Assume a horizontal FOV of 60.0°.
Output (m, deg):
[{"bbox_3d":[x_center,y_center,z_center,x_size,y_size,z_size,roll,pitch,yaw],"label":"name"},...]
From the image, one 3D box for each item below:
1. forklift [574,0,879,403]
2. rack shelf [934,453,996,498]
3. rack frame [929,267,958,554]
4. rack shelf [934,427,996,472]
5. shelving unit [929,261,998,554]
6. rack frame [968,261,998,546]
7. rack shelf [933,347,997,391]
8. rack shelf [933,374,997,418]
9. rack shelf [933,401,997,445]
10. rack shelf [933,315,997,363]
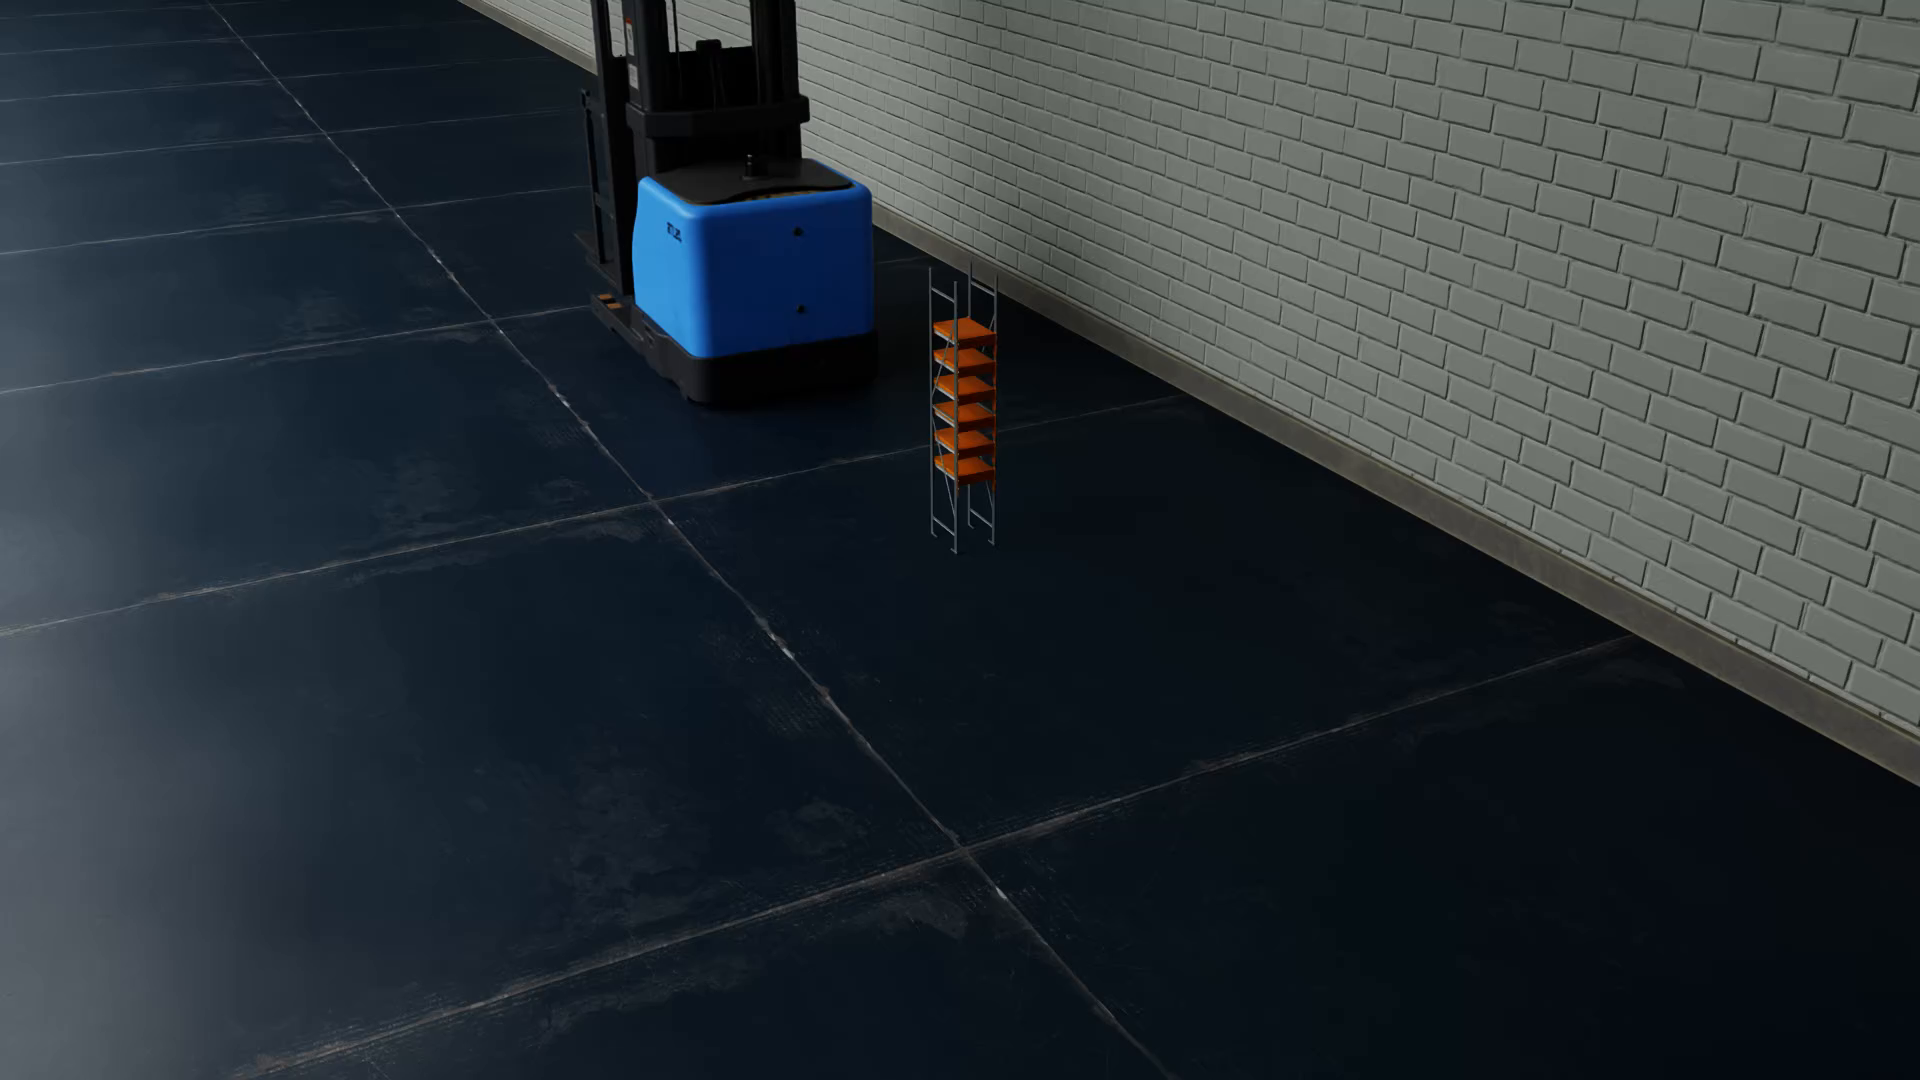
[{"bbox_3d":[-1.553,-2.629,9.322,1.130,2.935,3.031,-12,28,-24],"label":"forklift"},{"bbox_3d":[0.013,-0.287,7.103,0.180,0.103,0.258,-13,29,-25],"label":"rack shelf"},{"bbox_3d":[-0.068,-0.525,6.941,0.006,1.200,0.240,-13,29,-25],"label":"rack frame"},{"bbox_3d":[0.013,-0.396,7.051,0.180,0.103,0.258,-13,29,-25],"label":"rack shelf"},{"bbox_3d":[0.013,-0.544,6.979,0.189,1.200,0.258,-13,29,-25],"label":"shelving unit"},{"bbox_3d":[0.093,-0.562,7.018,0.006,1.200,0.240,-13,29,-25],"label":"rack frame"},{"bbox_3d":[0.013,-0.720,6.895,0.180,0.103,0.258,-13,29,-25],"label":"rack shelf"},{"bbox_3d":[0.013,-0.612,6.947,0.180,0.103,0.258,-13,29,-25],"label":"rack shelf"},{"bbox_3d":[0.013,-0.504,6.999,0.180,0.103,0.258,-13,29,-25],"label":"rack shelf"},{"bbox_3d":[0.013,-0.828,6.843,0.180,0.103,0.258,-13,29,-25],"label":"rack shelf"}]
